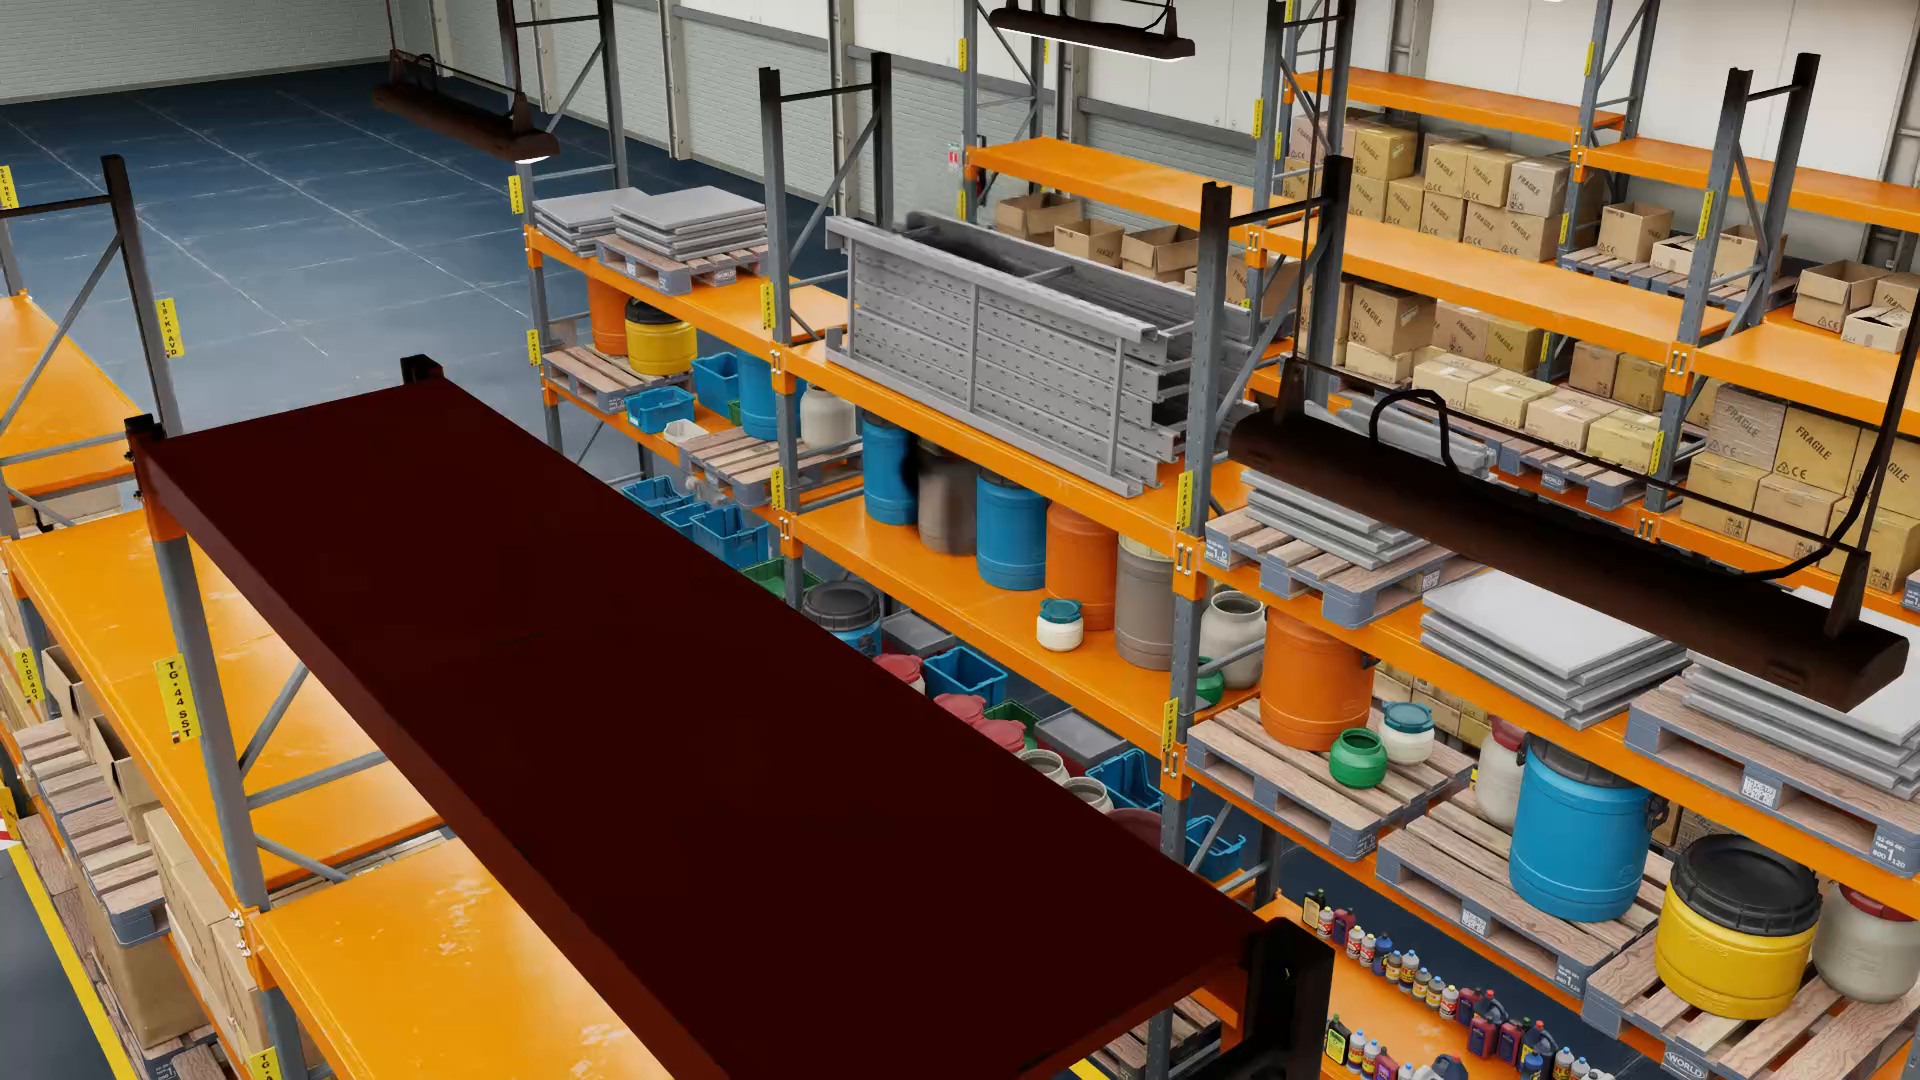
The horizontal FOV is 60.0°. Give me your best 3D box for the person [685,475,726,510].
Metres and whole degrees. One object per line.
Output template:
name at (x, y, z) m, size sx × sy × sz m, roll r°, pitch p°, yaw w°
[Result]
person at (-2.587, -0.400, 17.293) m, size 0.757 × 1.601 × 0.549 m, roll 15°, pitch 30°, yaw 28°
